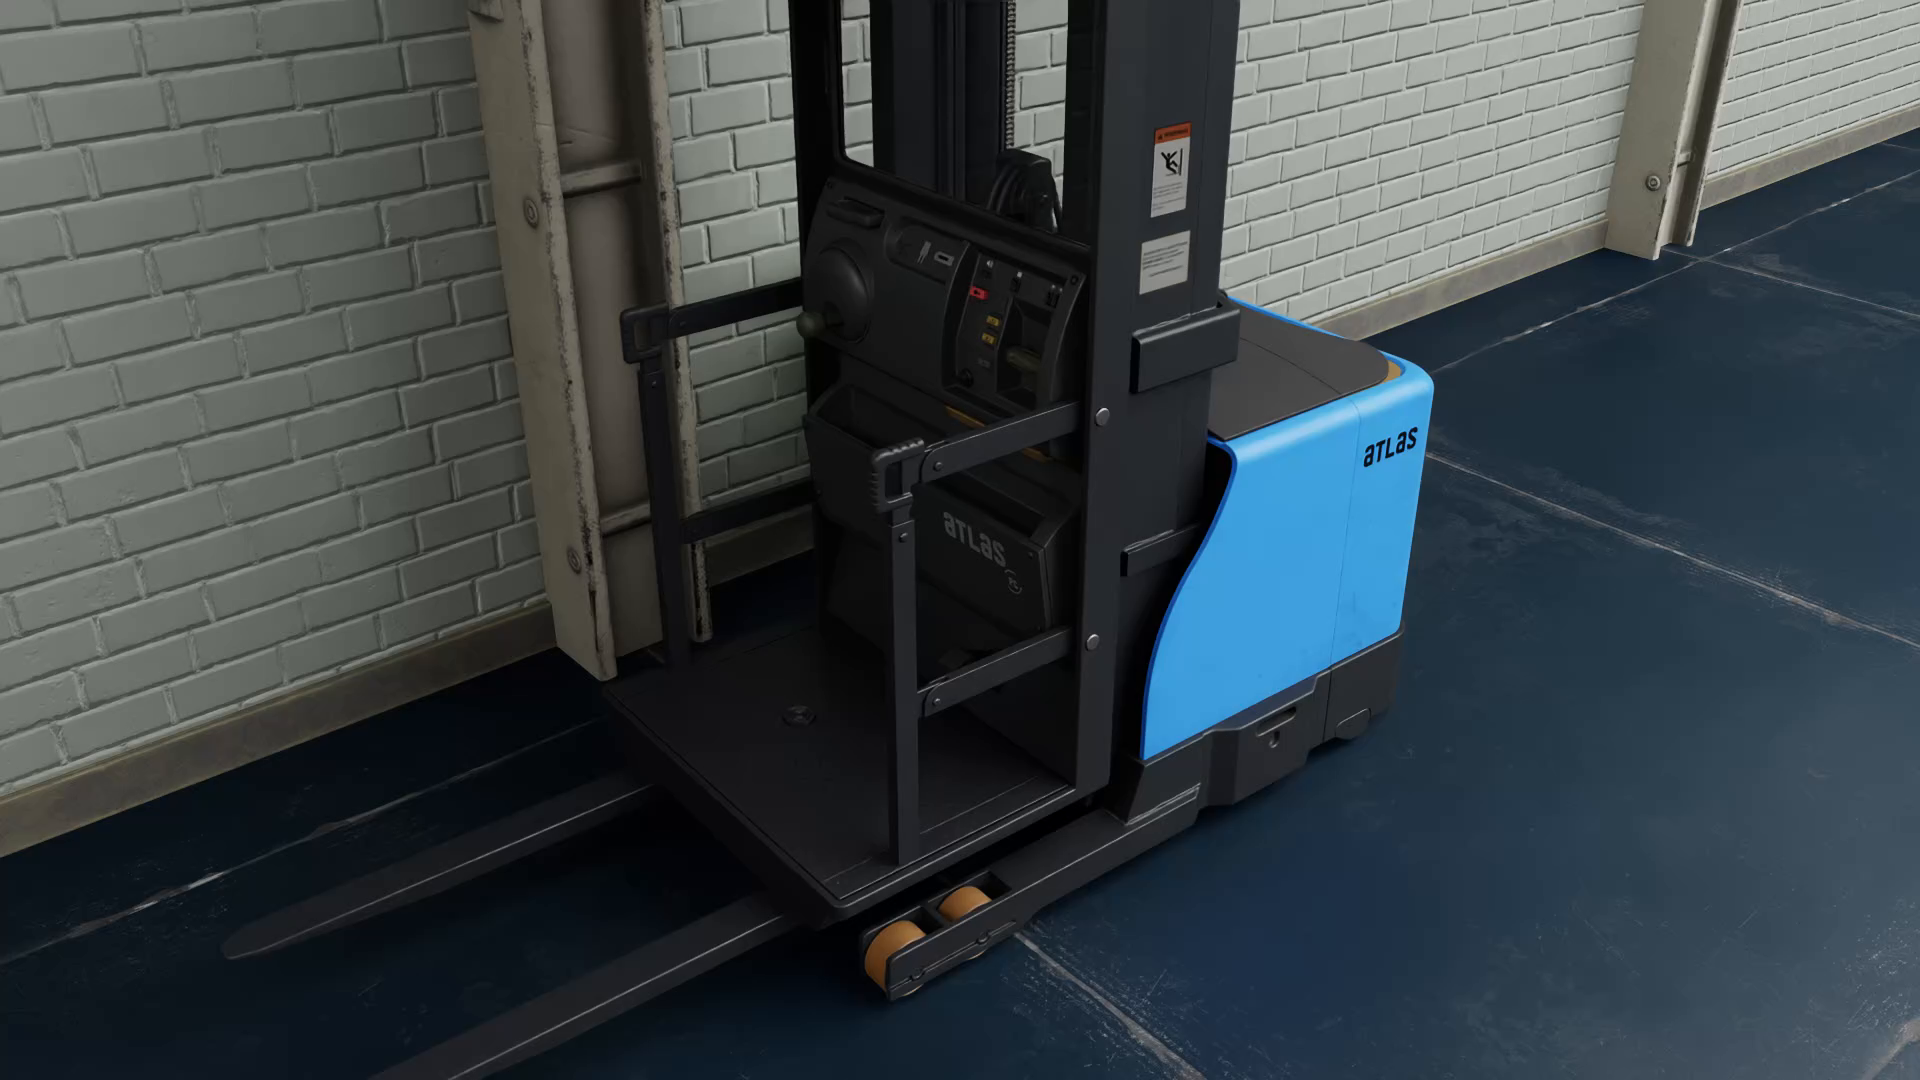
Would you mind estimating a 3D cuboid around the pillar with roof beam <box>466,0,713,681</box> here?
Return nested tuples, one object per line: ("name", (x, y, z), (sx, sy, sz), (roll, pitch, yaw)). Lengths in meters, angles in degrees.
("pillar with roof beam", (1.777, -2.117, 0.164), (0.400, 9.000, 9.100), (-22, 35, -35))

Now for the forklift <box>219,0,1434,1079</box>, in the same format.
("forklift", (-0.223, -0.533, 3.637), (3.031, 2.935, 1.130), (-21, 34, -33))

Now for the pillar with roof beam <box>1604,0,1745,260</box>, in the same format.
("pillar with roof beam", (6.342, -3.953, 3.599), (0.400, 9.000, 9.100), (-22, 35, -35))
